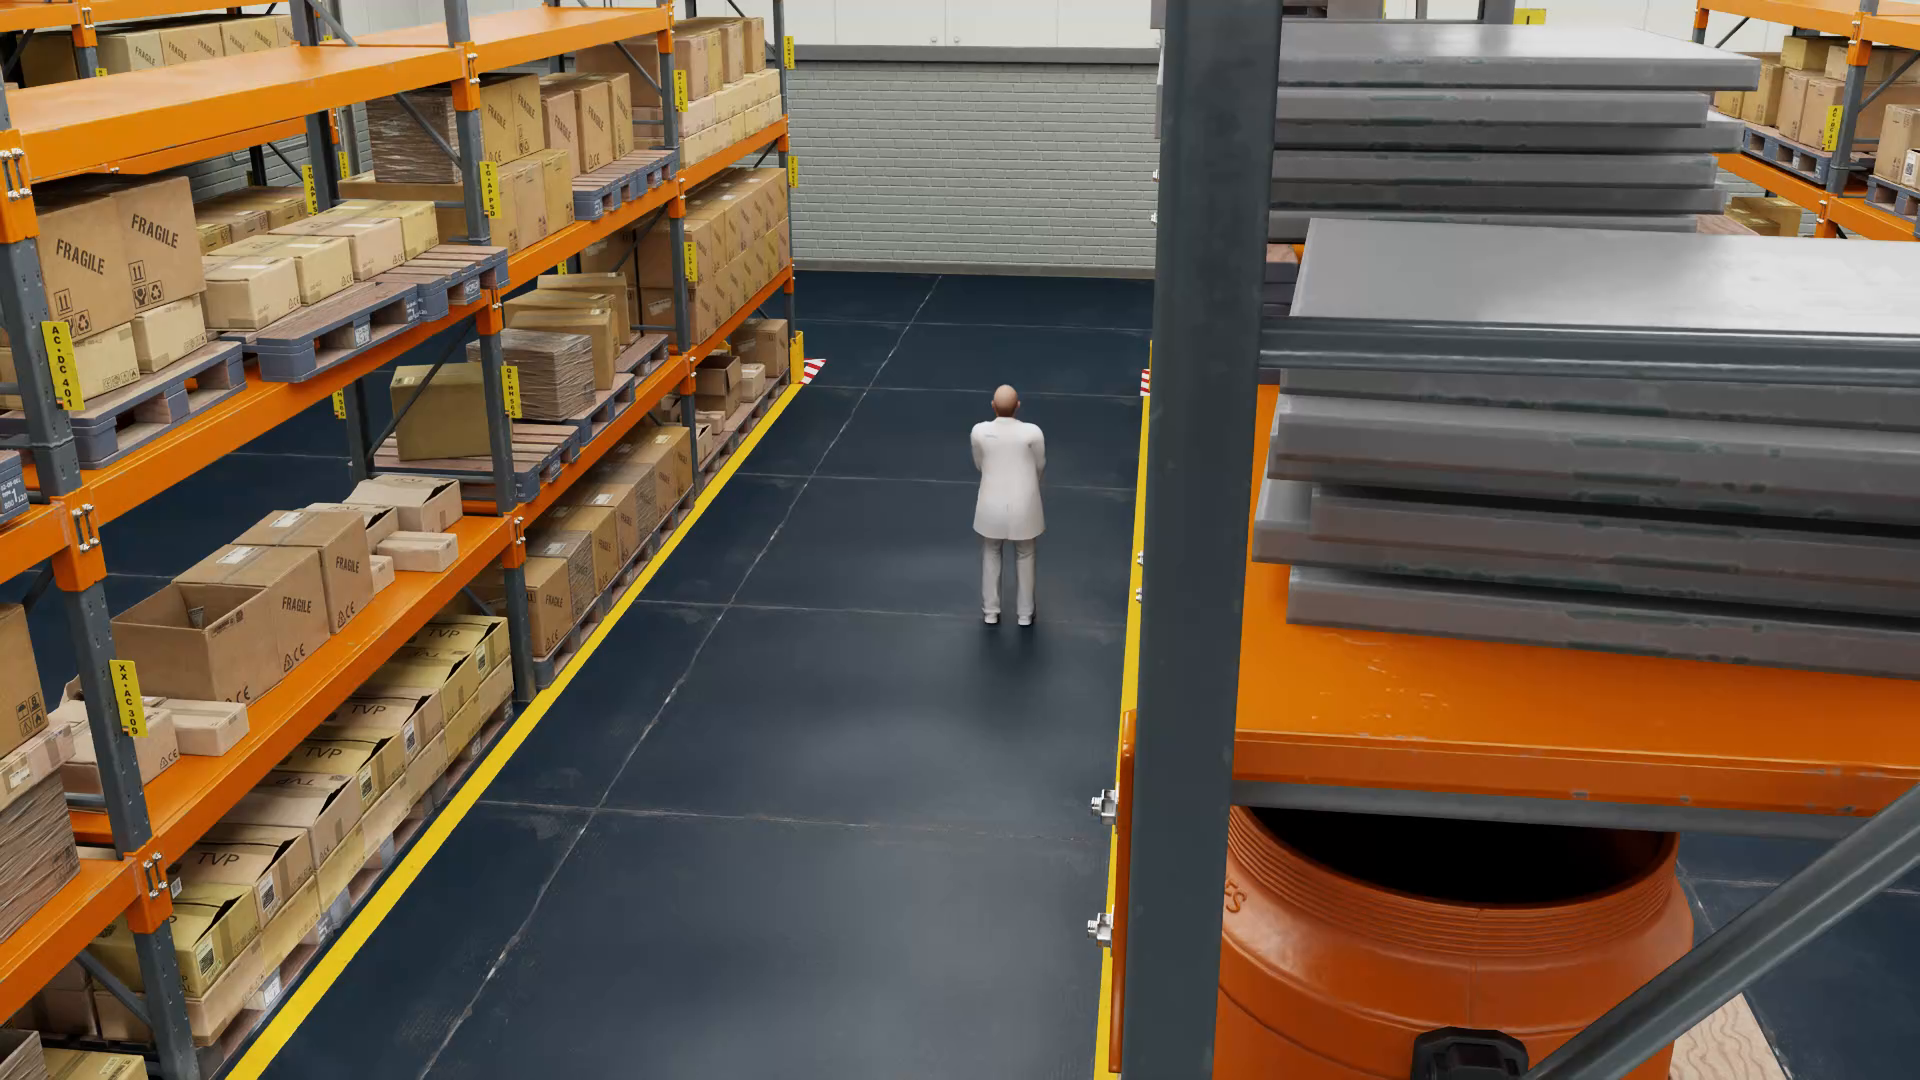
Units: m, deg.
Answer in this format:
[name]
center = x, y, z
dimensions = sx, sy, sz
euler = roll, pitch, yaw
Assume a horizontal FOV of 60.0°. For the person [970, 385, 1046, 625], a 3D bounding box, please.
[person]
center = 0.352, -0.292, 11.875
dimensions = 0.531, 1.769, 0.554
euler = 2, 21, 6
